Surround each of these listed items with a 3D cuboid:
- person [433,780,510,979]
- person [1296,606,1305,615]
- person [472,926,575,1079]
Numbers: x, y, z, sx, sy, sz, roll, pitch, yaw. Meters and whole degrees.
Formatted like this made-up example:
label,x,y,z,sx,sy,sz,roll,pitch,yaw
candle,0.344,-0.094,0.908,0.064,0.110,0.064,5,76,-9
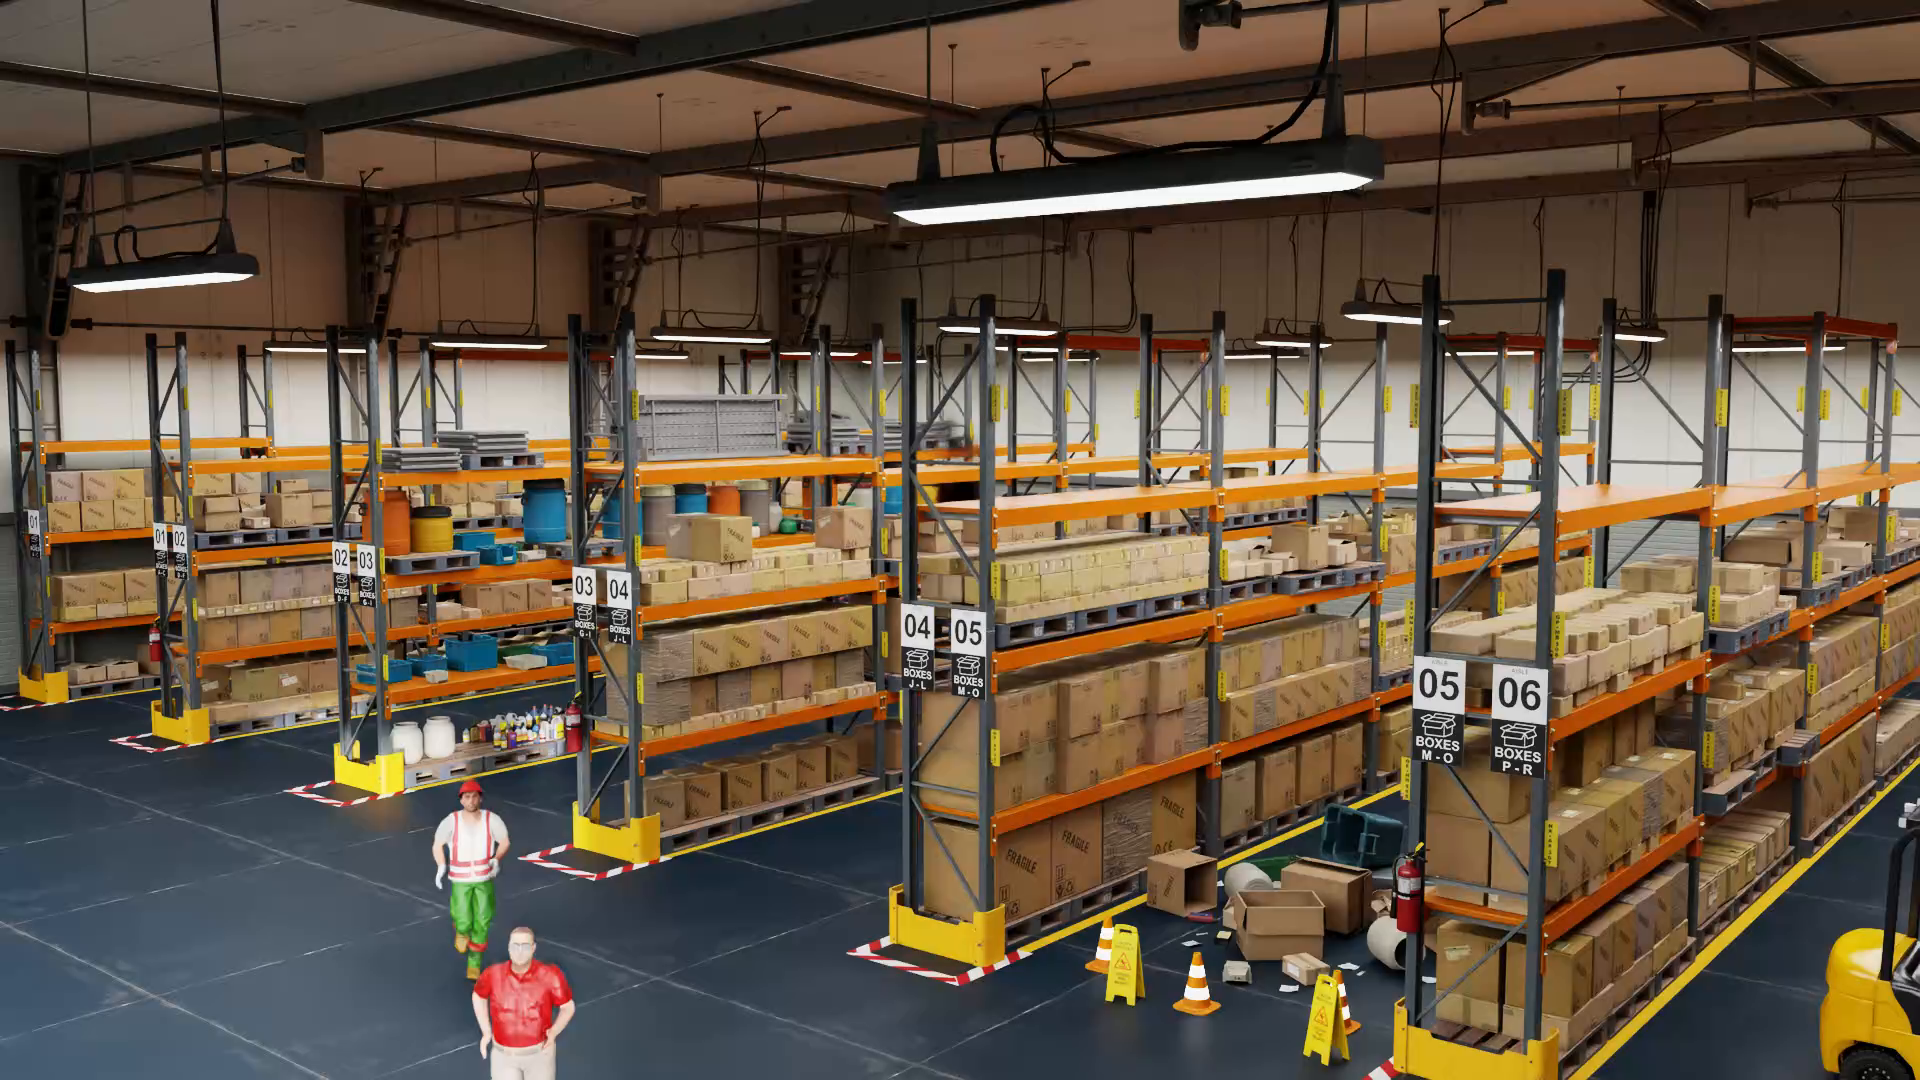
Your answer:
label,x,y,z,sx,sy,sz,roll,pitch,yaw
person,-4.301,2.981,14.690,0.655,1.737,0.602,-2,5,-19
person,5.601,1.873,27.263,0.588,1.656,0.605,4,6,35
person,-2.835,3.356,10.802,0.663,1.730,0.903,-1,5,-10
